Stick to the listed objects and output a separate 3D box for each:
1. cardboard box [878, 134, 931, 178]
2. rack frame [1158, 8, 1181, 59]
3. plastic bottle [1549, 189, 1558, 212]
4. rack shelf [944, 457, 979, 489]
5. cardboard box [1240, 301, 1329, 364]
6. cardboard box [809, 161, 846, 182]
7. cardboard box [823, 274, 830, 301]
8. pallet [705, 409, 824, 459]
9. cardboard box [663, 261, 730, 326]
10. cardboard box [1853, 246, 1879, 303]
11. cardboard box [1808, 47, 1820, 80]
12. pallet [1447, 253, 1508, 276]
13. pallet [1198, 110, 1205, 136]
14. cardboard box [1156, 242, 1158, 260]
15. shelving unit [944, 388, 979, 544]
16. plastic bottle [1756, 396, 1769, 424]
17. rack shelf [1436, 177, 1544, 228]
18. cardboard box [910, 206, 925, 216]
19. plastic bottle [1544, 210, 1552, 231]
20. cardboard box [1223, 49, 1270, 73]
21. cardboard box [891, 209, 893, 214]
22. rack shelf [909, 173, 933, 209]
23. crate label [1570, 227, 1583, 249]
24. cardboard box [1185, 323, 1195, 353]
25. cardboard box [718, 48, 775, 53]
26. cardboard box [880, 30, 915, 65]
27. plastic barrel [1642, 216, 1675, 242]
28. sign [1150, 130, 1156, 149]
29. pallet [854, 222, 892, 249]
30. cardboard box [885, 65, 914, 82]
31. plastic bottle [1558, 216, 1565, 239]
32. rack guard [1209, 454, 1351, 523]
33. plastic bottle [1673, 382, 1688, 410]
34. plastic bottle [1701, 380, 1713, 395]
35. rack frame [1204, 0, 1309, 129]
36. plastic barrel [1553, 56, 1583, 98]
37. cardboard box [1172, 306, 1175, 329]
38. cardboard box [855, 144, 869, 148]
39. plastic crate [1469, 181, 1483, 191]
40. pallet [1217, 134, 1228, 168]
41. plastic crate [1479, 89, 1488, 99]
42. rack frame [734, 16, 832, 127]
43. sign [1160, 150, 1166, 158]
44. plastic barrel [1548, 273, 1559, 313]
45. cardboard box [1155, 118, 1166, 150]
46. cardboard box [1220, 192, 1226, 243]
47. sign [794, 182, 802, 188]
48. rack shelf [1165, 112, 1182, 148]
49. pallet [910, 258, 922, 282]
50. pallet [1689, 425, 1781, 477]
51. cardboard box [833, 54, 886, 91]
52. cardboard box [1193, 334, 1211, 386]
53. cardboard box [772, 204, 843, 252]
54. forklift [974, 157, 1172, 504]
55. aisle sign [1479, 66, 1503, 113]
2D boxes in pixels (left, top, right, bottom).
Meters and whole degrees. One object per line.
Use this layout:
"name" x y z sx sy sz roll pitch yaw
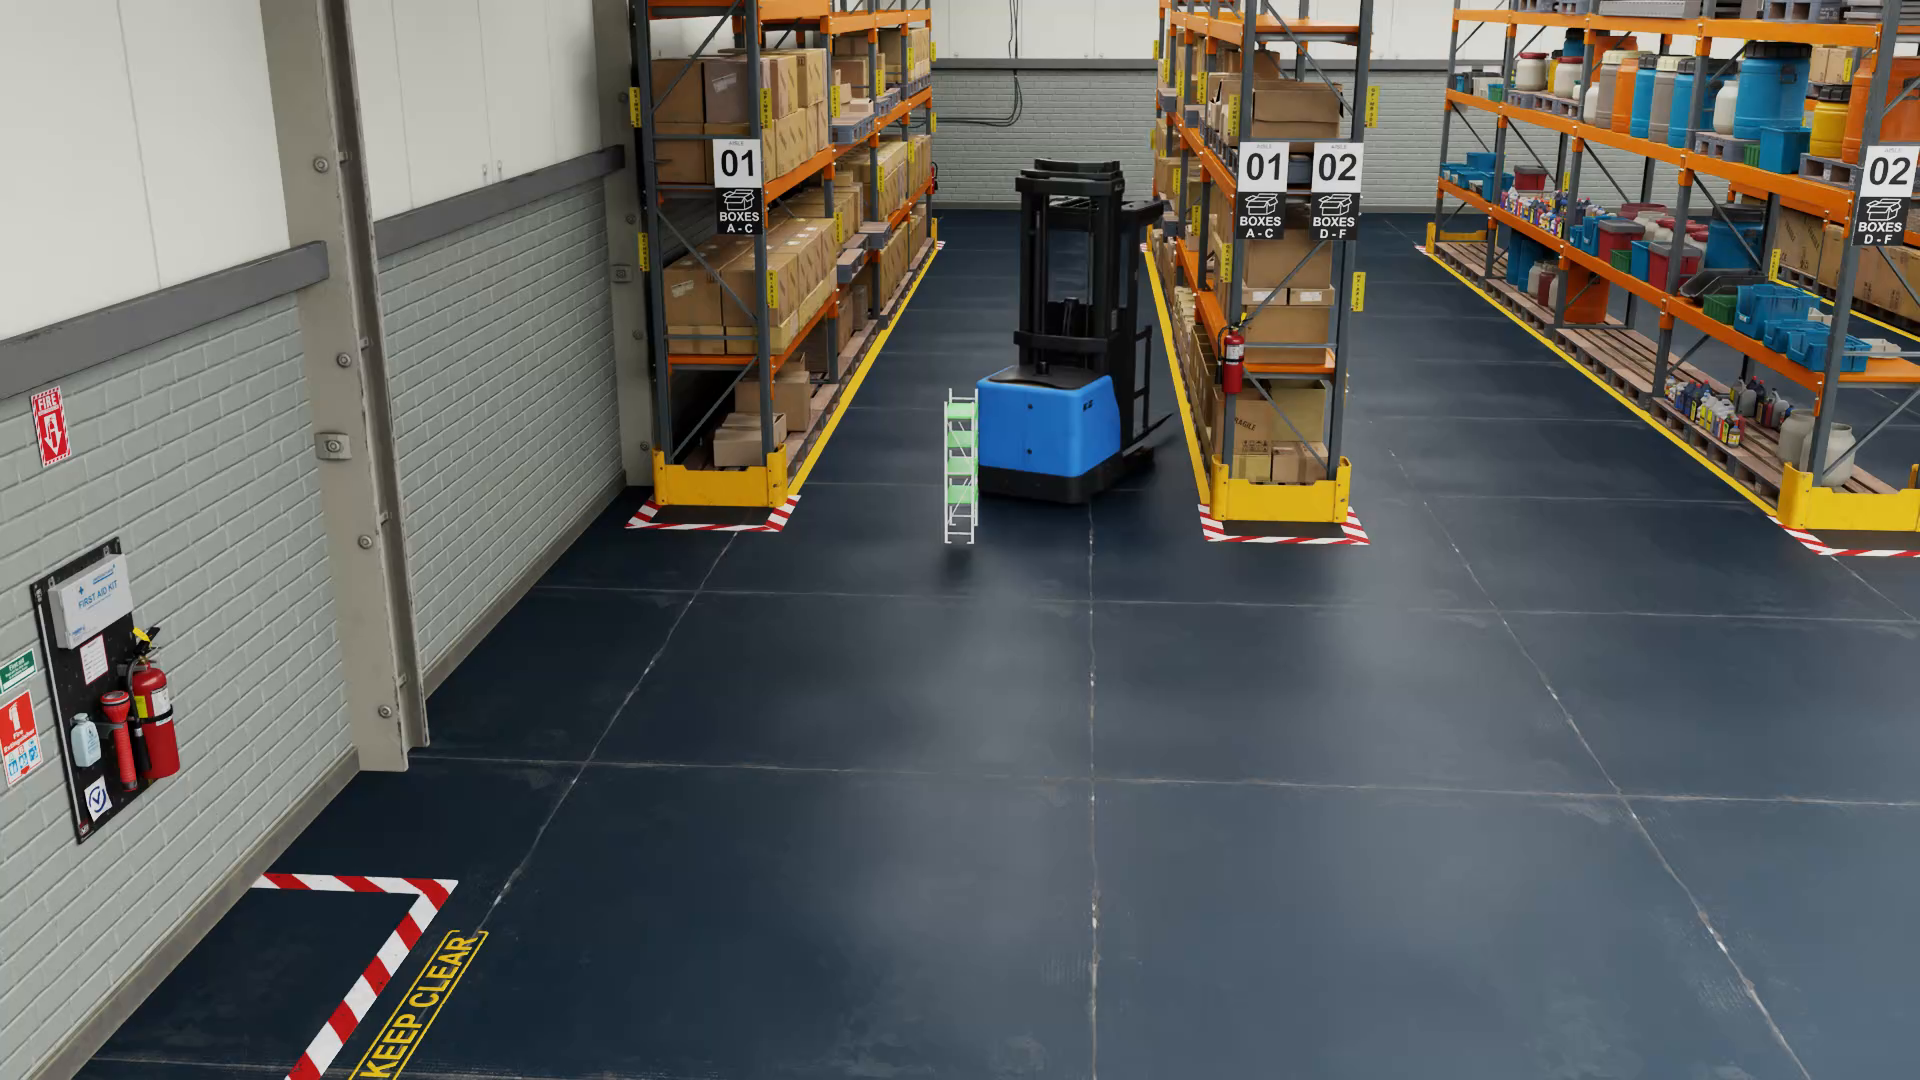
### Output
"cardboard box" -1.037 -6.710 29.101 0.980 0.700 0.700 2 18 6
"rack frame" 3.931 -9.467 28.364 1.000 3.000 0.127 1 18 4
"plastic bottle" 8.701 -4.949 24.290 0.144 0.351 0.185 1 18 4
"rack shelf" 0.012 -0.561 13.913 0.258 0.148 0.480 1 18 4
"cardboard box" 2.830 -1.839 14.559 0.700 0.500 0.500 1 18 4
"cardboard box" -1.810 -4.943 22.315 0.500 0.250 0.500 2 18 5
"cardboard box" -1.646 -2.629 17.337 0.500 0.250 0.500 1 18 4
"pallet" -1.968 -1.085 16.894 1.003 0.211 1.213 1 18 4
"cardboard box" -2.336 -2.202 14.832 0.500 0.500 0.500 1 18 3
"cardboard box" 13.435 -3.865 23.639 1.225 0.875 0.875 1 18 2
"cardboard box" 13.743 -7.442 26.006 0.700 0.500 0.500 2 18 6
"pallet" 8.683 -4.546 27.459 1.003 0.211 1.213 1 18 4
"pallet" 3.320 -4.907 19.568 1.003 0.211 1.213 2 18 6
"cardboard box" 3.456 -4.722 27.127 0.500 0.311 0.500 1 18 4
"shelving unit" 0.012 -0.622 13.893 0.258 1.200 0.503 1 18 4
"plastic bottle" 8.111 -1.324 16.802 0.061 0.283 0.133 1 18 4
"rack shelf" 8.728 -5.542 27.174 1.077 0.370 4.000 1 18 4
"cardboard box" -0.806 -5.703 28.808 0.380 0.149 0.250 2 18 5
"plastic bottle" 7.972 -4.322 22.503 0.097 0.271 0.097 0 18 0
"cardboard box" 3.172 -5.168 18.422 0.500 0.500 0.500 3 18 9
"cardboard box" -1.174 -4.869 24.336 0.380 0.149 0.250 1 18 2
"rack shelf" -1.154 -5.763 27.849 1.077 0.370 4.000 1 18 4
"crate label" 7.893 -3.818 21.027 0.303 0.233 0.416 1 18 4
"cardboard box" 2.845 -2.343 19.097 0.500 0.311 0.500 2 18 5
"cardboard box" -2.191 -4.811 17.172 0.500 0.500 0.500 2 18 5
"cardboard box" -0.966 -7.656 25.856 0.500 0.500 0.500 1 18 3
"plastic barrel" 8.407 -3.618 19.968 0.421 0.512 0.421 0 18 0
"sign" 3.389 -7.040 29.200 0.100 0.325 0.005 1 18 4
"pallet" -1.529 -3.926 21.397 1.213 0.211 1.003 1 18 4
"cardboard box" -0.985 -7.294 25.953 0.500 0.250 0.500 1 18 4
"plastic bottle" 7.901 -4.100 21.805 0.061 0.283 0.133 1 18 4
"rack guard" 2.782 -0.452 14.499 1.175 0.500 0.348 1 18 4
"plastic bottle" 7.555 -1.502 17.358 0.152 0.276 0.135 2 18 6
"plastic bottle" 7.683 -1.483 17.181 0.144 0.351 0.185 1 18 4
"rack frame" 3.070 -5.740 16.990 1.000 3.000 0.127 1 18 4
"plastic barrel" 8.274 -6.264 22.512 0.433 0.535 0.433 0 18 0
"cardboard box" 3.027 -2.869 21.602 0.500 0.250 0.500 1 18 4
"cardboard box" -1.621 -5.739 24.745 0.500 0.250 0.500 1 18 5
"plastic crate" 8.409 -5.713 26.869 0.293 0.136 0.466 1 18 4
"pallet" 2.945 -3.630 15.507 1.003 0.211 1.213 1 18 4
"plastic crate" 8.296 -6.966 25.971 0.293 0.136 0.466 1 18 4
"rack frame" -1.871 -5.850 17.324 1.000 3.000 0.127 1 18 4
"sign" 3.102 -5.795 25.402 0.100 0.325 0.005 1 18 4
"plastic barrel" 8.267 -3.367 22.703 0.421 0.512 0.421 0 18 0
"cardboard box" 3.636 -7.007 28.724 0.500 0.500 0.500 2 18 6
"cardboard box" 3.010 -3.259 16.807 0.700 0.500 0.500 1 18 4
"sign" -2.138 -4.803 21.904 0.100 0.325 0.005 1 18 4
"rack shelf" 3.501 -5.837 23.256 1.077 0.370 4.000 1 18 4
"pallet" -1.165 -4.393 26.990 1.003 0.211 1.213 1 18 4
"pallet" 7.836 -0.865 16.224 1.003 0.211 1.213 1 18 4
"cardboard box" -1.445 -6.720 23.931 0.700 0.500 0.500 1 18 3
"cardboard box" 2.697 -1.846 17.278 0.500 0.500 0.500 1 18 4
"cardboard box" -1.753 -3.586 19.183 0.700 0.500 0.500 3 18 10
"forklift" 1.231 -2.128 15.712 1.130 2.935 3.031 9 20 25
"aisle sign" 9.168 -7.756 28.601 0.394 0.787 0.004 1 18 4
